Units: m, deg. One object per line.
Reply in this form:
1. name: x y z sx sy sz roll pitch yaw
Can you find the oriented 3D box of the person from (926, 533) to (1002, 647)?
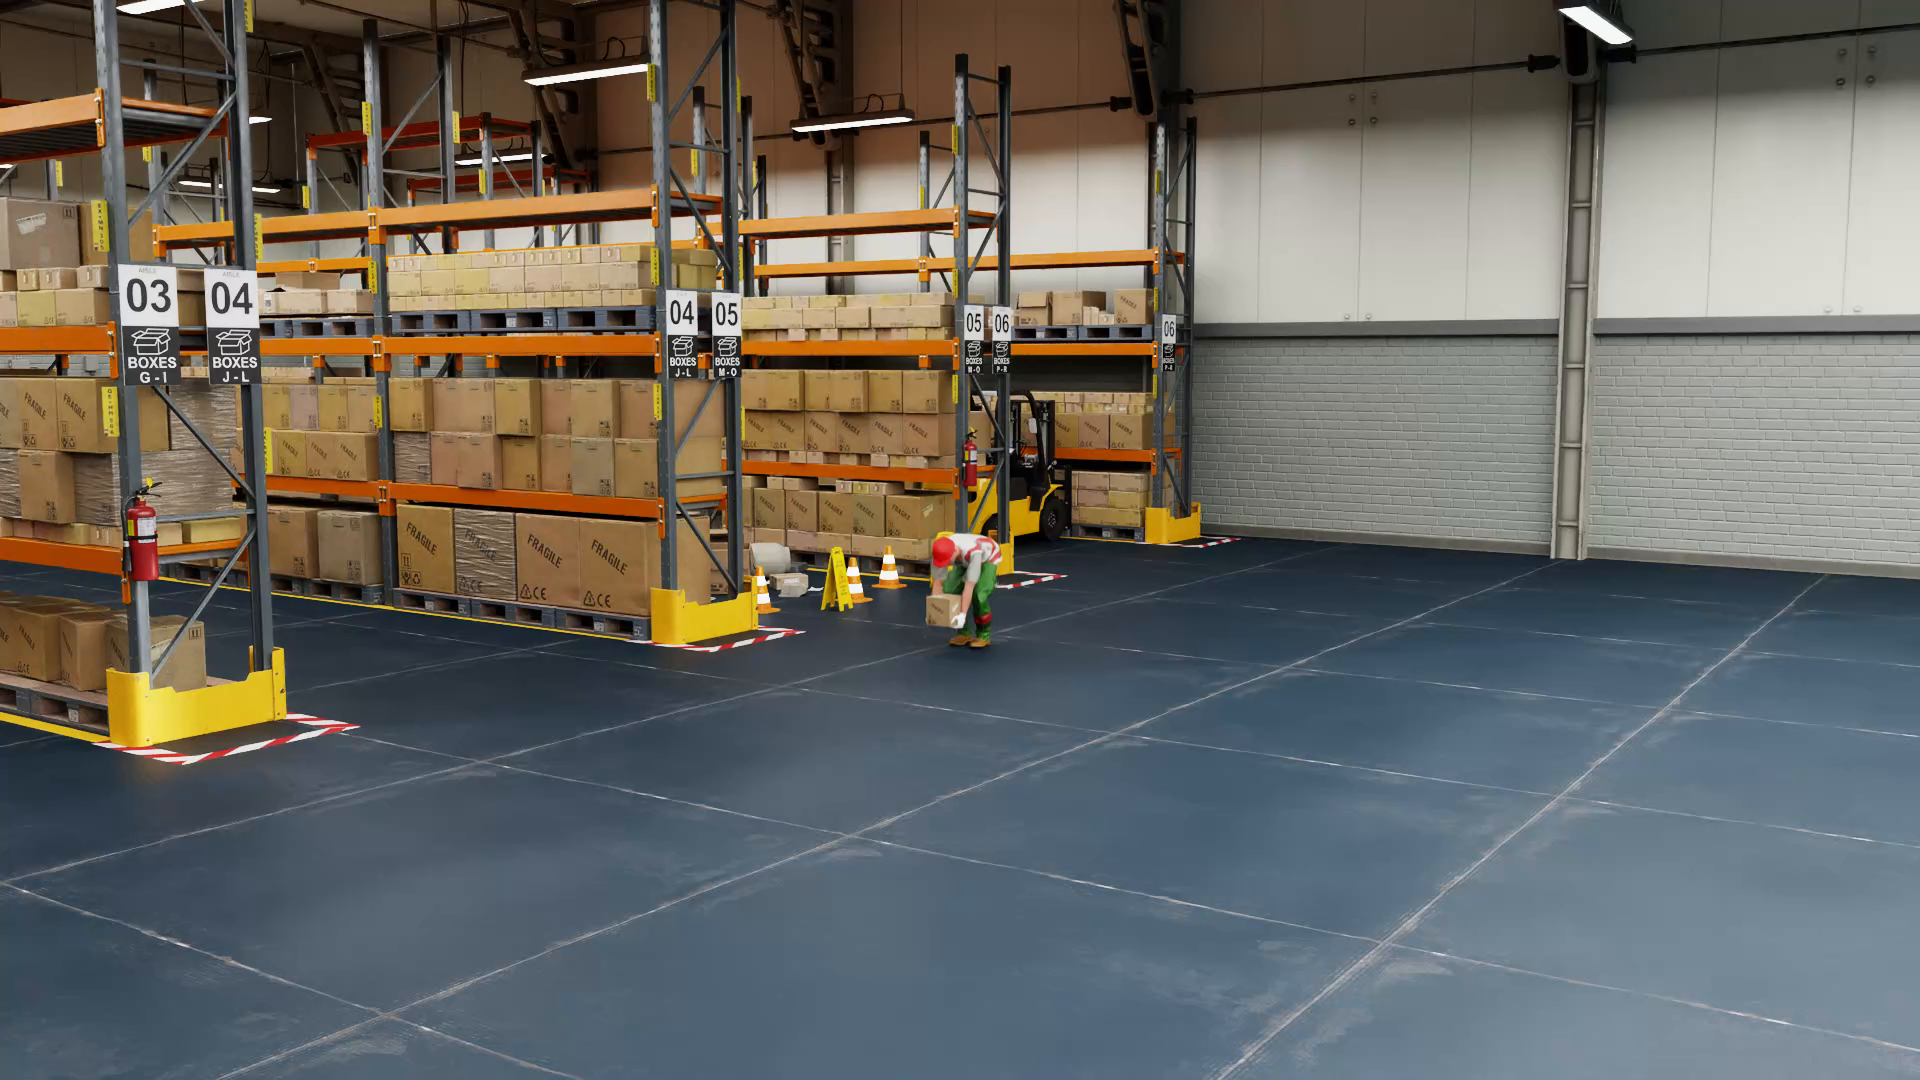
1. person: 0.022 0.454 14.890 0.522 1.041 0.958 4 7 31
